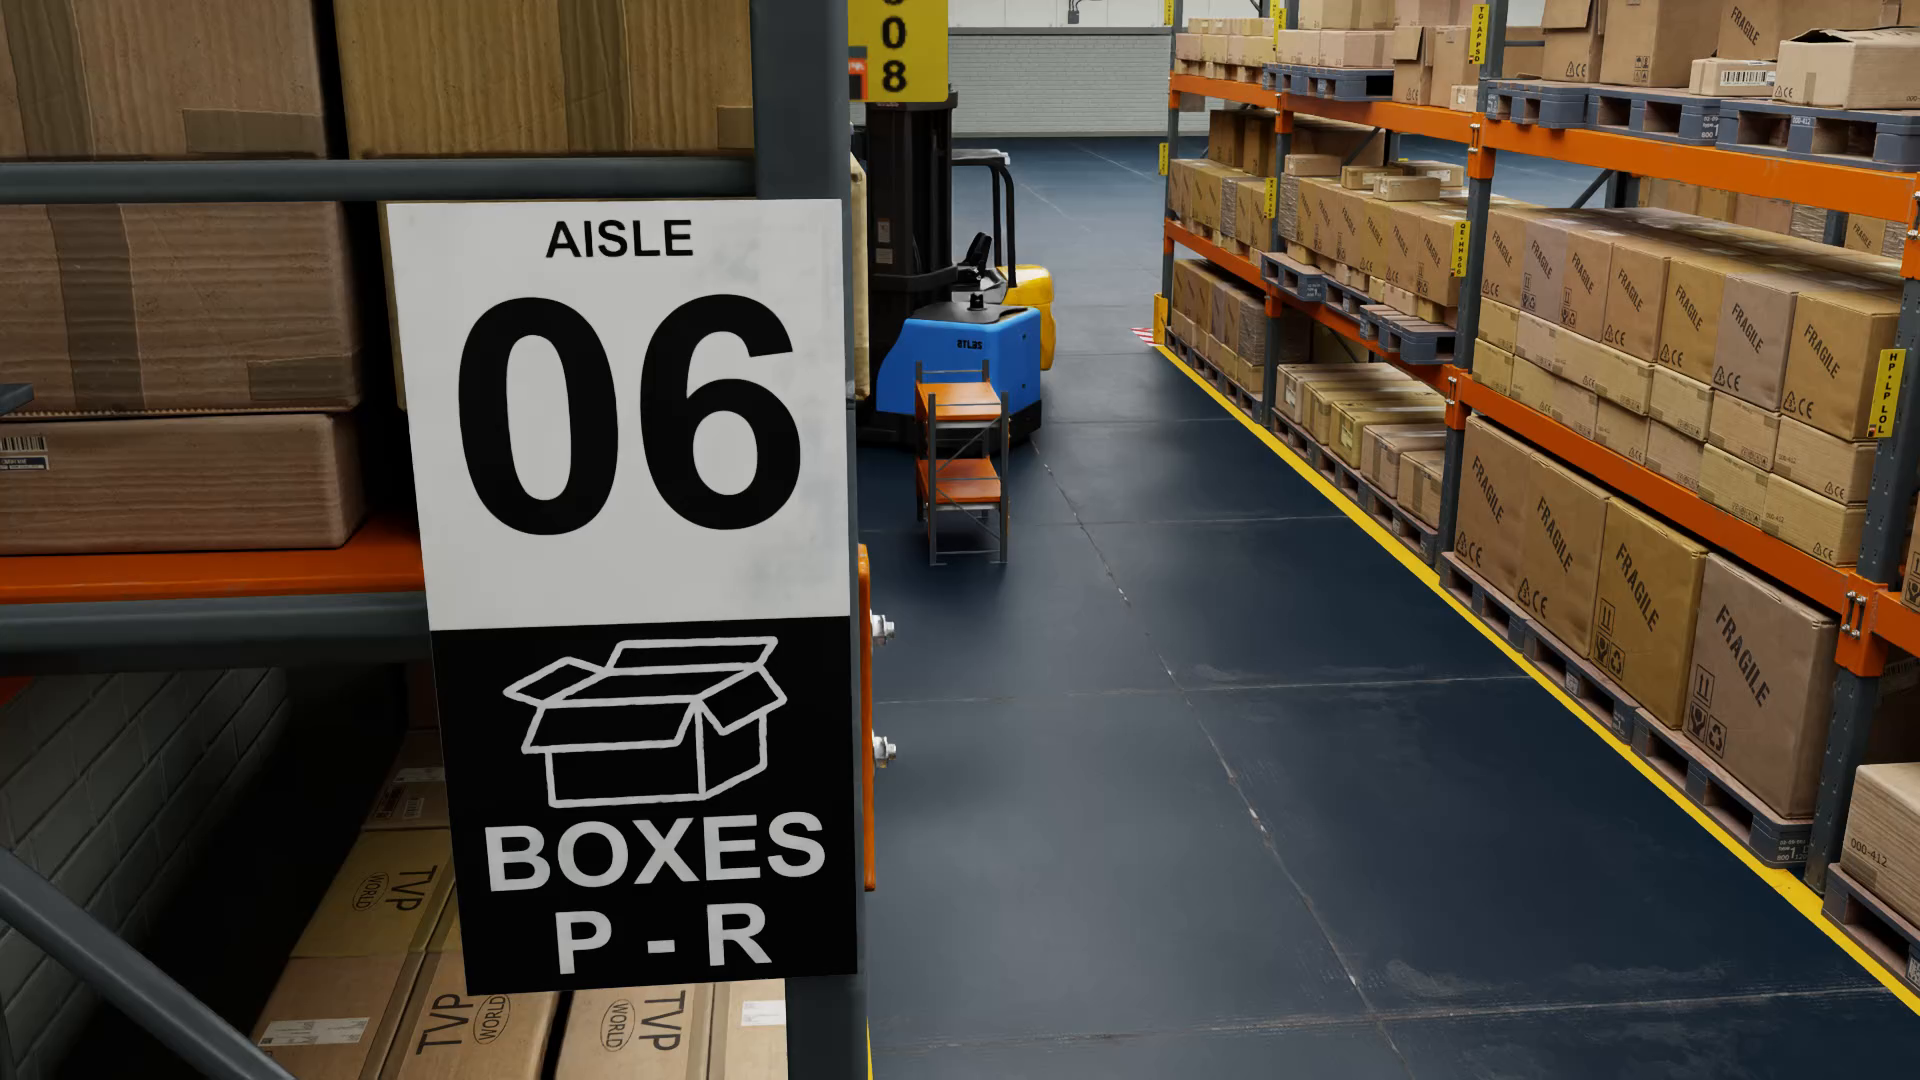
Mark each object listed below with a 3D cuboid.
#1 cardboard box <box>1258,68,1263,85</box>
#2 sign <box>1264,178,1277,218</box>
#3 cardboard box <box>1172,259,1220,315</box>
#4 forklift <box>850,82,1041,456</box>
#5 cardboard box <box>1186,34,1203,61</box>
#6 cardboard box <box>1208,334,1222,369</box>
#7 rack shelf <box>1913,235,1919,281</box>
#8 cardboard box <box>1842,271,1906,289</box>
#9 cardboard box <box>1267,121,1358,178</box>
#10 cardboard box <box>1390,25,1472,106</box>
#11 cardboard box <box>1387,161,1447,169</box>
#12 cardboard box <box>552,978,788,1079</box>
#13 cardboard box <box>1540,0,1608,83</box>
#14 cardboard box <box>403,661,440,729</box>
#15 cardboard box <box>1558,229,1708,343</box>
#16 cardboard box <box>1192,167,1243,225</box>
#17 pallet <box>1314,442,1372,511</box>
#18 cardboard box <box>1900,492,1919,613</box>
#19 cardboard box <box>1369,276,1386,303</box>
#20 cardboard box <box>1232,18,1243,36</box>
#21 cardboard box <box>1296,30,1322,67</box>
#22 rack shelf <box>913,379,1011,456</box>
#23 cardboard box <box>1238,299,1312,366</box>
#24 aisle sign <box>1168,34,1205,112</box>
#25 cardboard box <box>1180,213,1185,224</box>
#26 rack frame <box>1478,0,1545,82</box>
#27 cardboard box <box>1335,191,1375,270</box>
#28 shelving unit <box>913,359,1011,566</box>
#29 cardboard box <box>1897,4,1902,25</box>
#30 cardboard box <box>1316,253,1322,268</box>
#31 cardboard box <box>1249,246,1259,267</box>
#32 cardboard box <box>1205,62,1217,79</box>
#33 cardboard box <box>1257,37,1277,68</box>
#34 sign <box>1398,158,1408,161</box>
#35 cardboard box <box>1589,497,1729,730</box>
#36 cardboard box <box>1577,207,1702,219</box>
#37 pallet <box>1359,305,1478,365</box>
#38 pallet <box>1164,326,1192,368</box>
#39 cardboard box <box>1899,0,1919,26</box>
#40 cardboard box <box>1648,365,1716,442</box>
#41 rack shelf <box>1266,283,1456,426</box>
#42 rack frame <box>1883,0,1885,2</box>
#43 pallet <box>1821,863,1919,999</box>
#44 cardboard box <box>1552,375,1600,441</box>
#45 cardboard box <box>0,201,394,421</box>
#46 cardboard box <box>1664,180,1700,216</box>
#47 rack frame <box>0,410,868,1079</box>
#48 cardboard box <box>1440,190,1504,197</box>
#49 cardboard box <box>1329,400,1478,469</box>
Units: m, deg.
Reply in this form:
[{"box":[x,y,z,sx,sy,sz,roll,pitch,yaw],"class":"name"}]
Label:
[{"box":[2.774,-3.972,14.232,0.380,0.149,0.250,-2,18,-5],"class":"cardboard box"},{"box":[2.559,-2.817,13.695,0.100,0.325,0.005,-2,18,-6],"class":"sign"},{"box":[2.497,-2.605,17.103,0.500,0.500,0.500,-2,18,-7],"class":"cardboard box"},{"box":[-0.880,-2.345,13.754,3.031,2.935,1.130,8,19,23],"class":"forklift"},{"box":[2.515,-4.807,16.228,0.500,0.250,0.500,-2,18,-6],"class":"cardboard box"},{"box":[2.657,-1.789,15.757,0.500,0.250,0.500,-2,17,-5],"class":"cardboard box"},{"box":[4.130,-0.531,4.054,1.077,0.370,4.000,-2,18,-6],"class":"rack shelf"},{"box":[4.084,-0.855,7.055,0.500,0.500,0.500,-2,18,-6],"class":"cardboard box"},{"box":[3.213,-3.530,15.081,0.700,0.500,0.500,-2,18,-7],"class":"cardboard box"},{"box":[3.325,-3.165,11.070,0.797,0.503,0.637,-2,18,-6],"class":"cardboard box"},{"box":[3.455,-2.787,12.598,0.380,0.149,0.250,-2,18,-7],"class":"cardboard box"},{"box":[-0.432,0.943,2.919,0.500,0.250,0.500,-2,17,-5],"class":"cardboard box"},{"box":[3.700,-2.804,9.219,0.797,0.503,0.637,-3,18,-9],"class":"cardboard box"},{"box":[-1.124,0.139,4.228,0.500,0.500,0.500,-2,18,-7],"class":"cardboard box"},{"box":[3.417,-1.299,8.471,0.500,0.500,0.500,-1,17,-4],"class":"cardboard box"},{"box":[2.569,-3.348,16.171,0.500,0.500,0.500,-2,18,-7],"class":"cardboard box"},{"box":[3.309,-0.496,12.404,1.003,0.211,1.213,-2,18,-6],"class":"pallet"},{"box":[3.711,0.061,5.808,0.500,0.500,0.500,-1,17,-4],"class":"cardboard box"},{"box":[3.013,-1.710,11.334,0.380,0.149,0.250,-1,17,-5],"class":"cardboard box"},{"box":[2.648,-4.586,14.859,0.380,0.149,0.250,-2,17,-5],"class":"cardboard box"},{"box":[2.813,-3.645,12.321,0.500,0.250,0.500,-2,18,-6],"class":"cardboard box"},{"box":[0.001,-0.814,10.915,0.538,0.278,1.000,-2,18,-6],"class":"rack shelf"},{"box":[2.770,-1.837,14.658,0.500,0.500,0.500,-2,18,-6],"class":"cardboard box"},{"box":[2.371,-4.864,17.321,0.394,0.787,0.004,-2,18,-6],"class":"aisle sign"},{"box":[2.515,-3.387,17.377,0.380,0.149,0.250,-2,18,-5],"class":"cardboard box"},{"box":[3.511,-4.093,9.191,1.000,3.000,0.127,-2,18,-6],"class":"rack frame"},{"box":[3.015,-2.214,11.858,0.500,0.500,0.500,-2,18,-8],"class":"cardboard box"},{"box":[0.001,-0.535,11.002,0.538,1.125,1.048,-2,18,-6],"class":"shelving unit"},{"box":[8.240,-4.509,14.411,0.500,0.250,0.500,-2,18,-5],"class":"cardboard box"},{"box":[2.963,-2.172,12.806,0.380,0.149,0.250,-1,17,-2],"class":"cardboard box"},{"box":[2.729,-2.463,14.435,0.380,0.149,0.250,-1,17,-4],"class":"cardboard box"},{"box":[2.534,-4.432,15.698,0.380,0.149,0.250,-2,17,-5],"class":"cardboard box"},{"box":[2.785,-4.048,13.808,0.500,0.250,0.500,-2,18,-6],"class":"cardboard box"},{"box":[3.650,-2.993,13.770,0.100,0.325,0.005,-2,18,-6],"class":"sign"},{"box":[3.679,0.323,7.986,0.875,0.875,0.875,-1,17,-4],"class":"cardboard box"},{"box":[3.824,-1.610,9.460,0.500,0.500,0.500,-2,18,-7],"class":"cardboard box"},{"box":[3.331,-1.348,10.784,1.213,0.211,1.003,-2,18,-6],"class":"pallet"},{"box":[2.742,-2.018,17.253,1.003,0.211,1.213,-2,18,-6],"class":"pallet"},{"box":[4.121,-1.990,6.632,0.500,0.500,0.500,-2,18,-7],"class":"cardboard box"},{"box":[3.518,-0.633,7.600,0.500,0.250,0.500,-1,17,-4],"class":"cardboard box"},{"box":[3.305,-1.483,12.096,1.077,0.370,4.000,-2,18,-6],"class":"rack shelf"},{"box":[8.012,-5.468,13.570,1.000,3.000,0.127,-2,18,-6],"class":"rack frame"},{"box":[3.924,1.520,5.982,1.003,0.211,1.213,-2,18,-6],"class":"pallet"},{"box":[3.430,-0.697,8.639,0.500,0.250,0.500,-1,17,-4],"class":"cardboard box"},{"box":[-0.917,-0.319,1.930,0.500,0.250,0.500,-2,18,-7],"class":"cardboard box"},{"box":[7.694,-3.426,16.831,0.875,0.550,0.550,-2,18,-6],"class":"cardboard box"},{"box":[-0.601,1.307,2.006,1.000,3.000,0.127,-2,18,-6],"class":"rack frame"},{"box":[3.529,-2.224,11.890,0.500,0.500,0.500,-2,18,-8],"class":"cardboard box"},{"box":[3.306,-0.792,12.377,0.950,0.372,0.625,-1,17,-4],"class":"cardboard box"}]
